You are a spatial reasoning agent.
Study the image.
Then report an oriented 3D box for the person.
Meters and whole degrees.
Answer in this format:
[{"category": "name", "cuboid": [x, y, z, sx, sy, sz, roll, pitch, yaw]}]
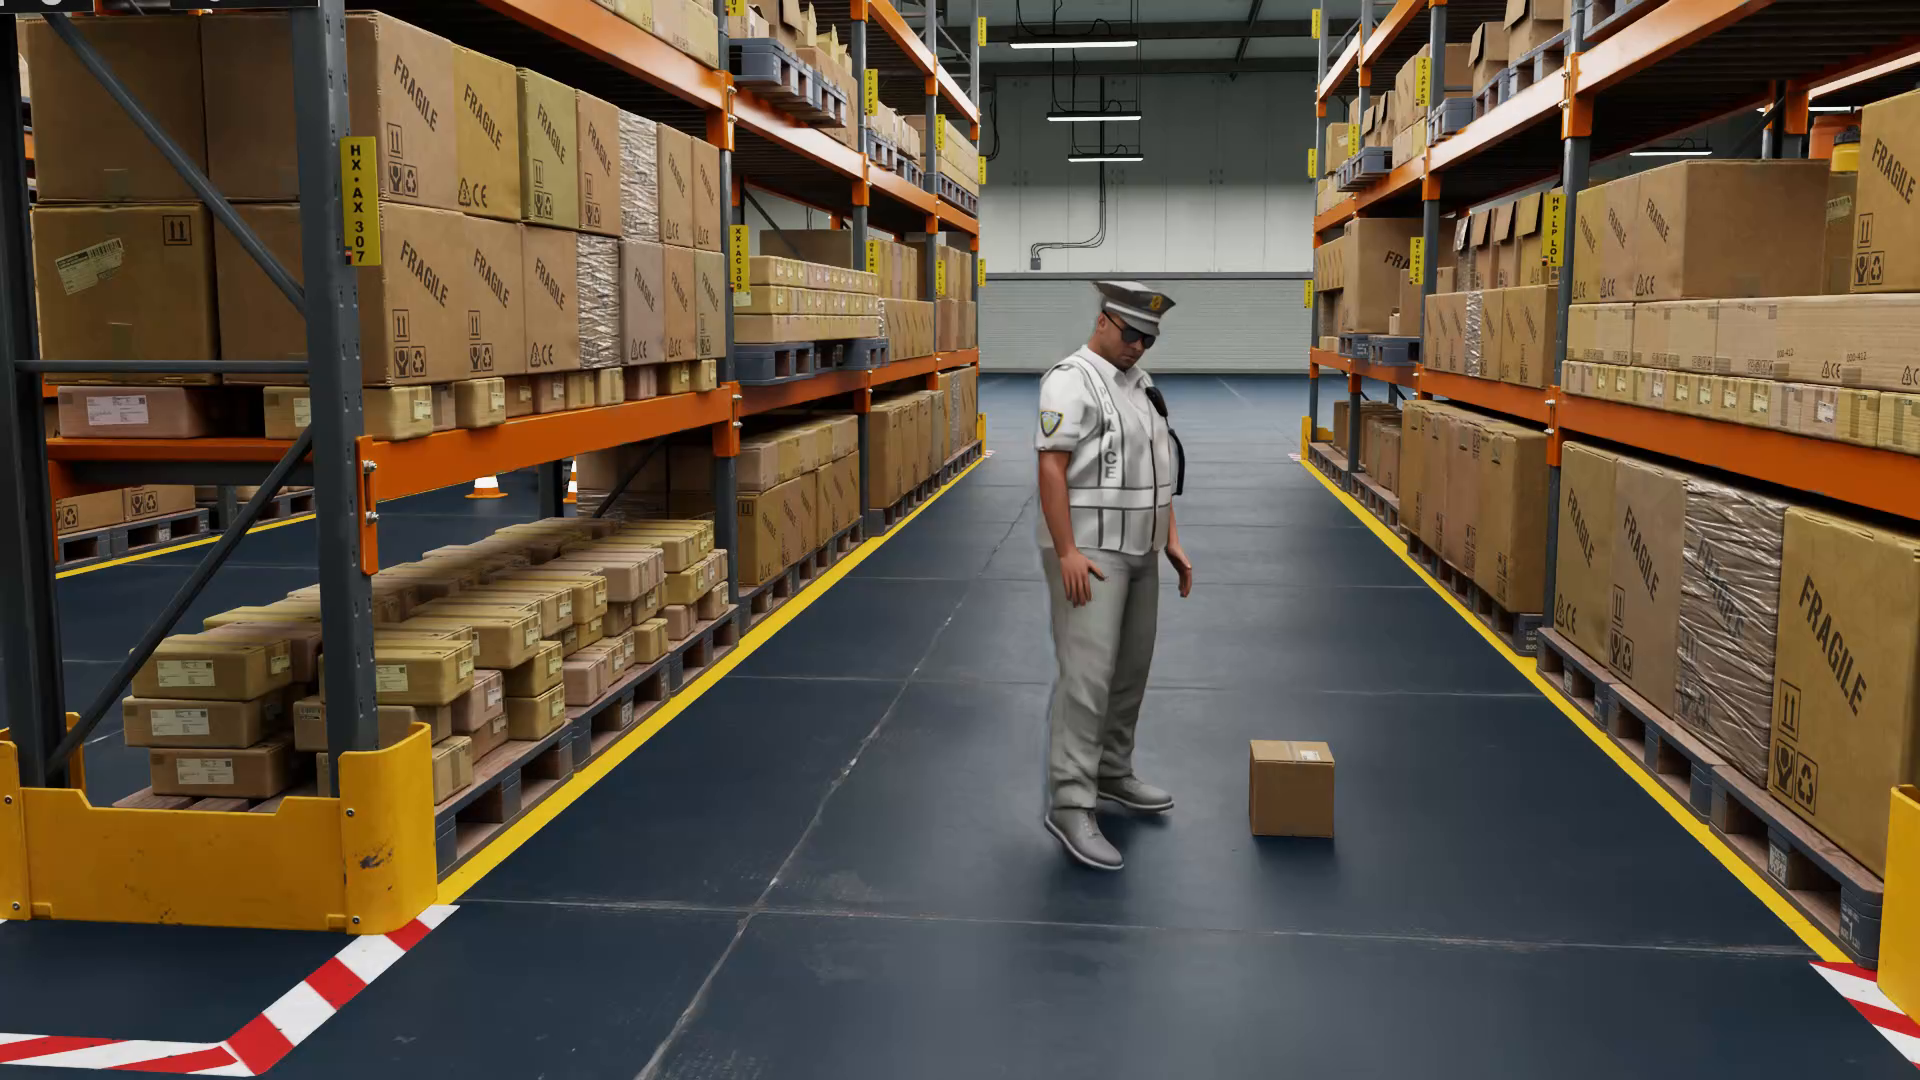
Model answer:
[{"category": "person", "cuboid": [0.482, 0.068, 5.239, 0.545, 1.748, 0.741, 5, 9, 36]}]
